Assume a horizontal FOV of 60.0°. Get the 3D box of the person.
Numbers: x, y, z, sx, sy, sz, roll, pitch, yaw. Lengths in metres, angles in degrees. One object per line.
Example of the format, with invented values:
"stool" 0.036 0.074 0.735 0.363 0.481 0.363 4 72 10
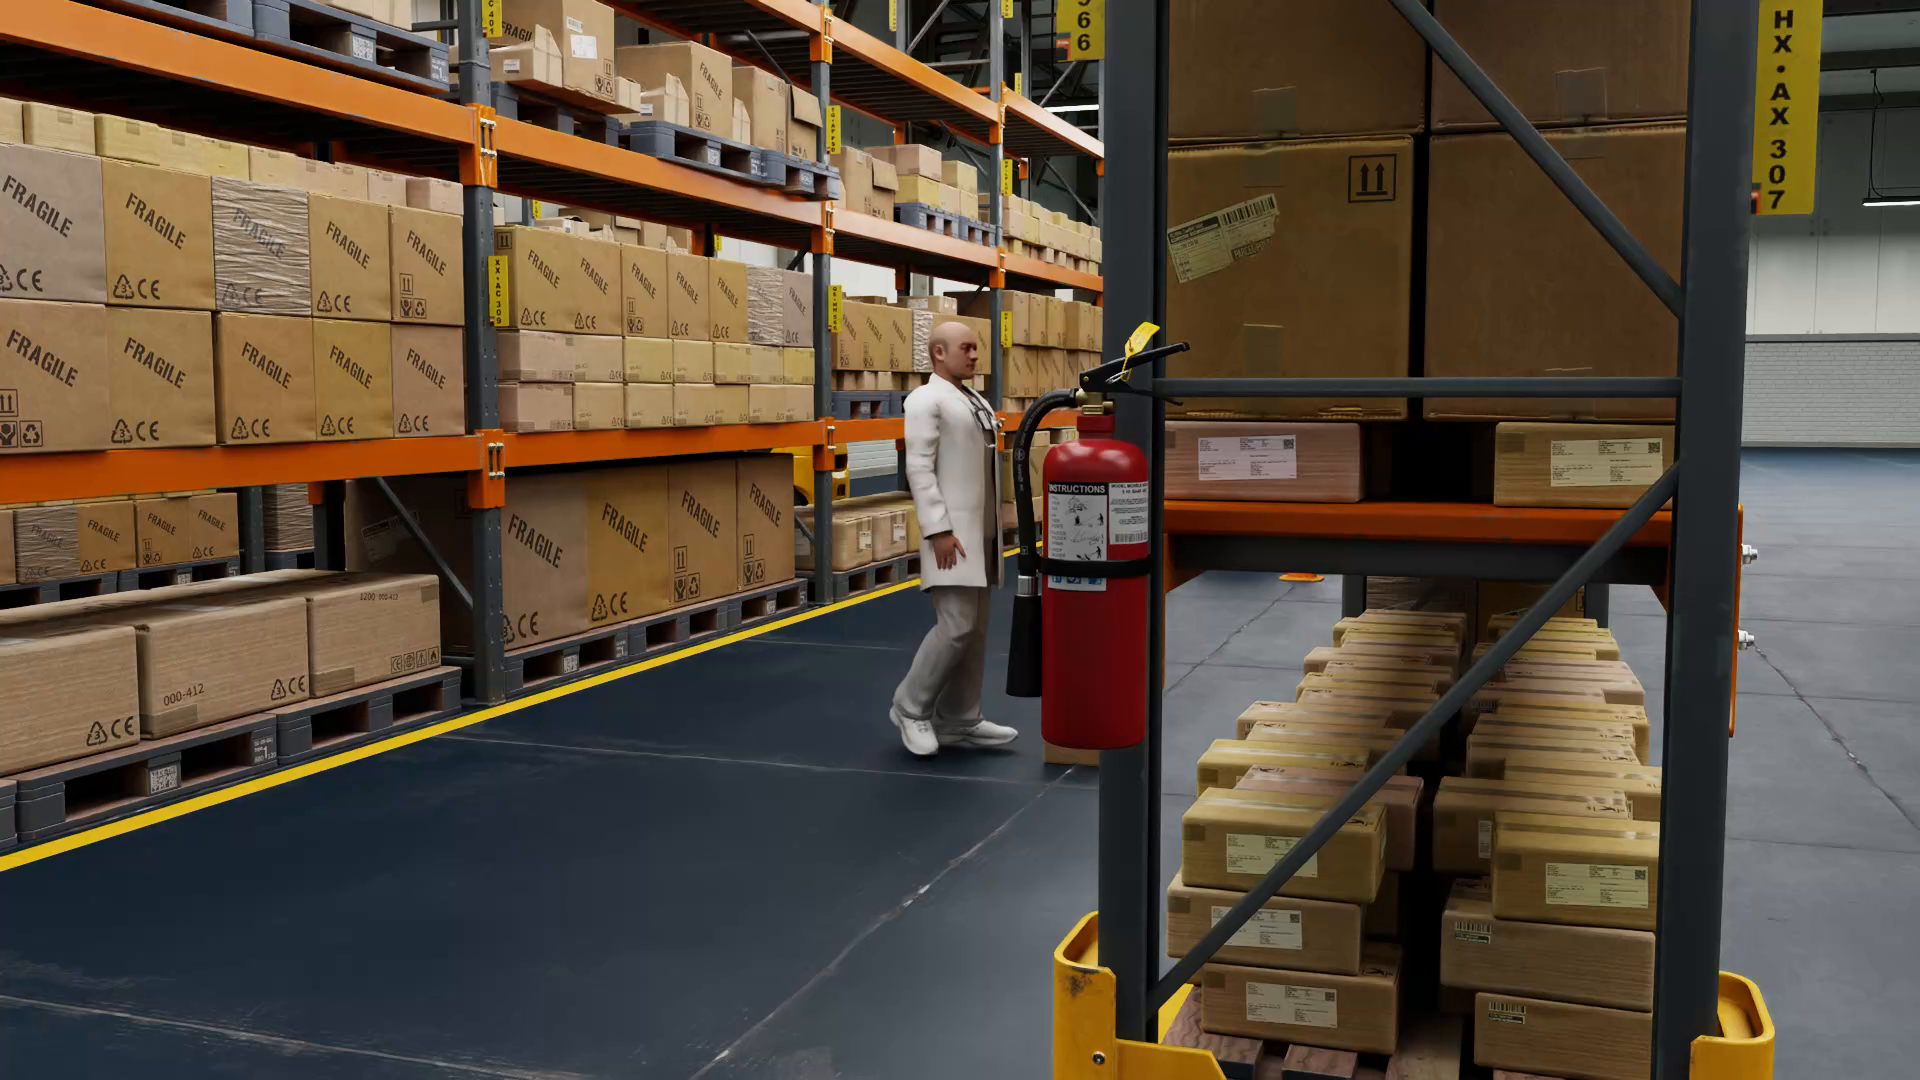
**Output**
"person" -0.030 -0.019 6.937 0.513 1.772 0.626 3 6 26
